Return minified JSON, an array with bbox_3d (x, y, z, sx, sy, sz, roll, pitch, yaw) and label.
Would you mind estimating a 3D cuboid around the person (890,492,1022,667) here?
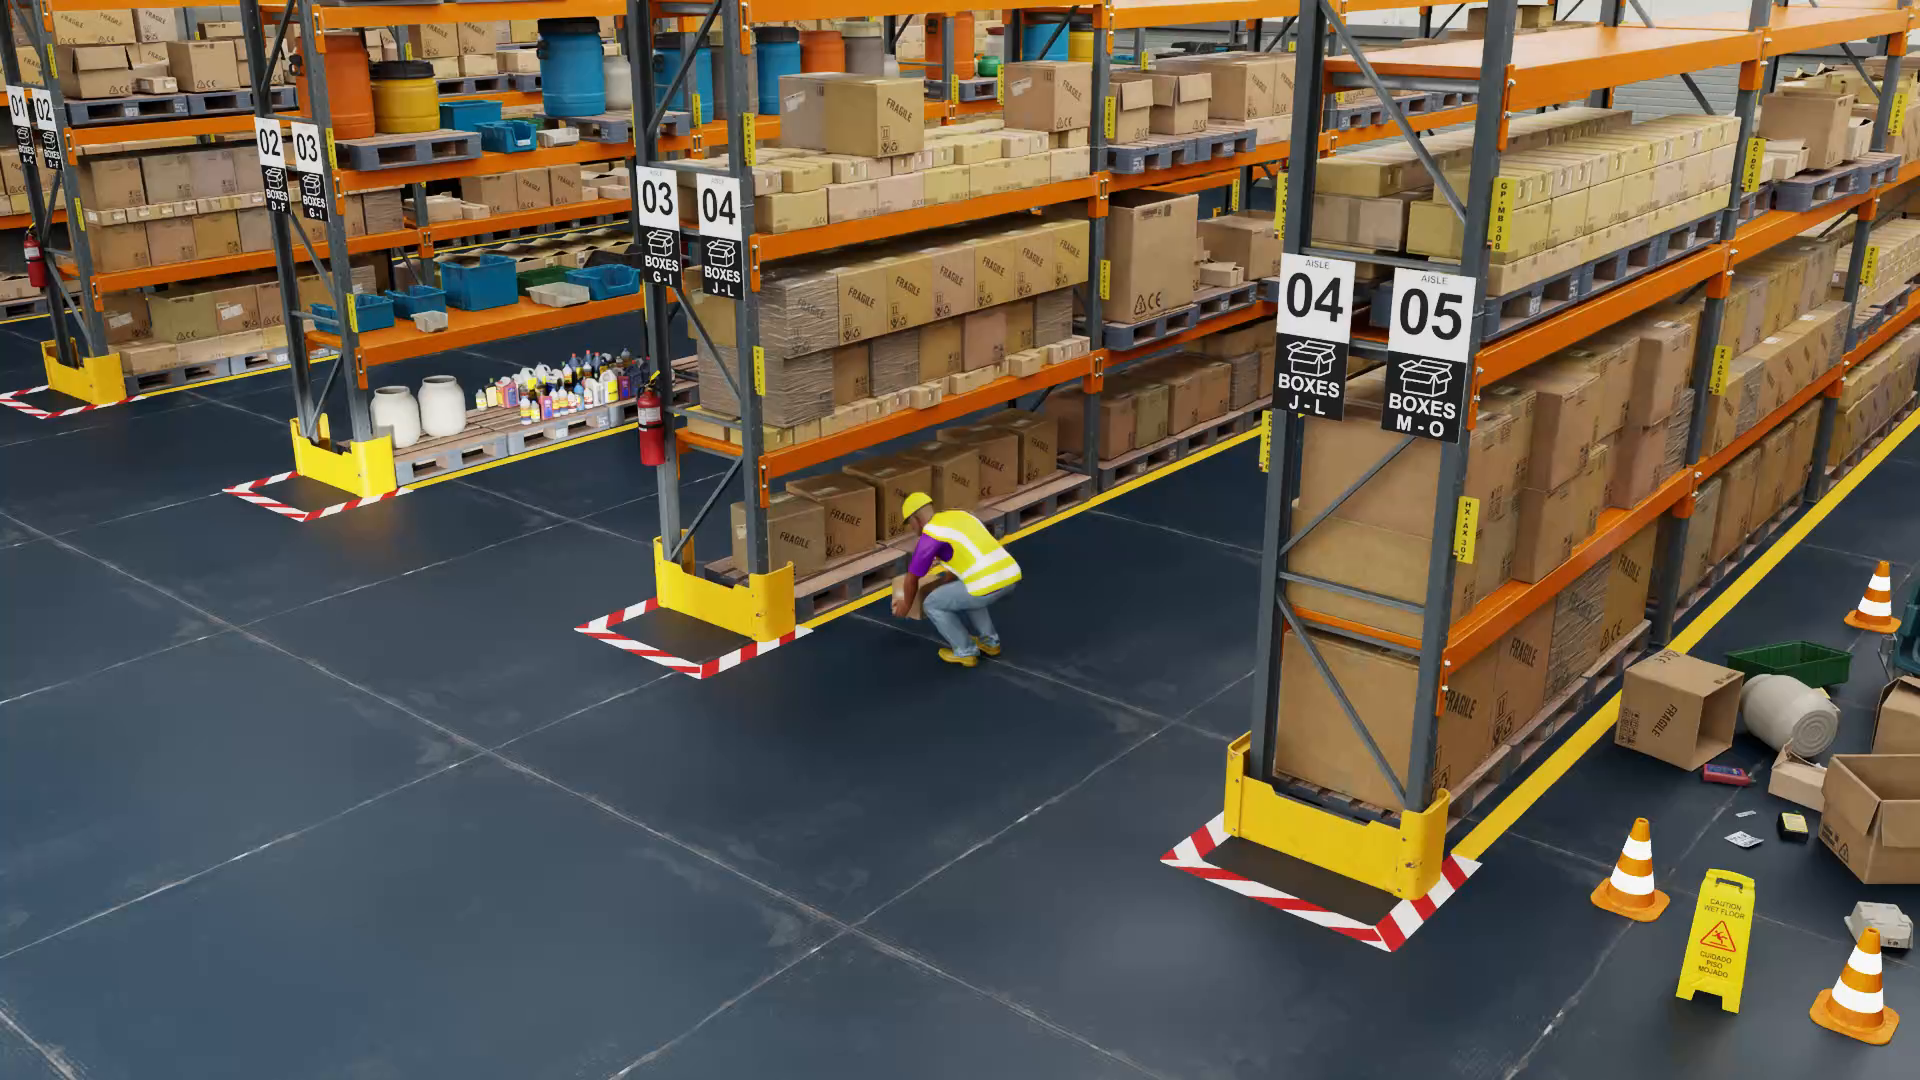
[{"bbox_3d":[-0.028,0.263,11.279,0.860,1.111,0.603,16,25,36],"label":"person"}]
